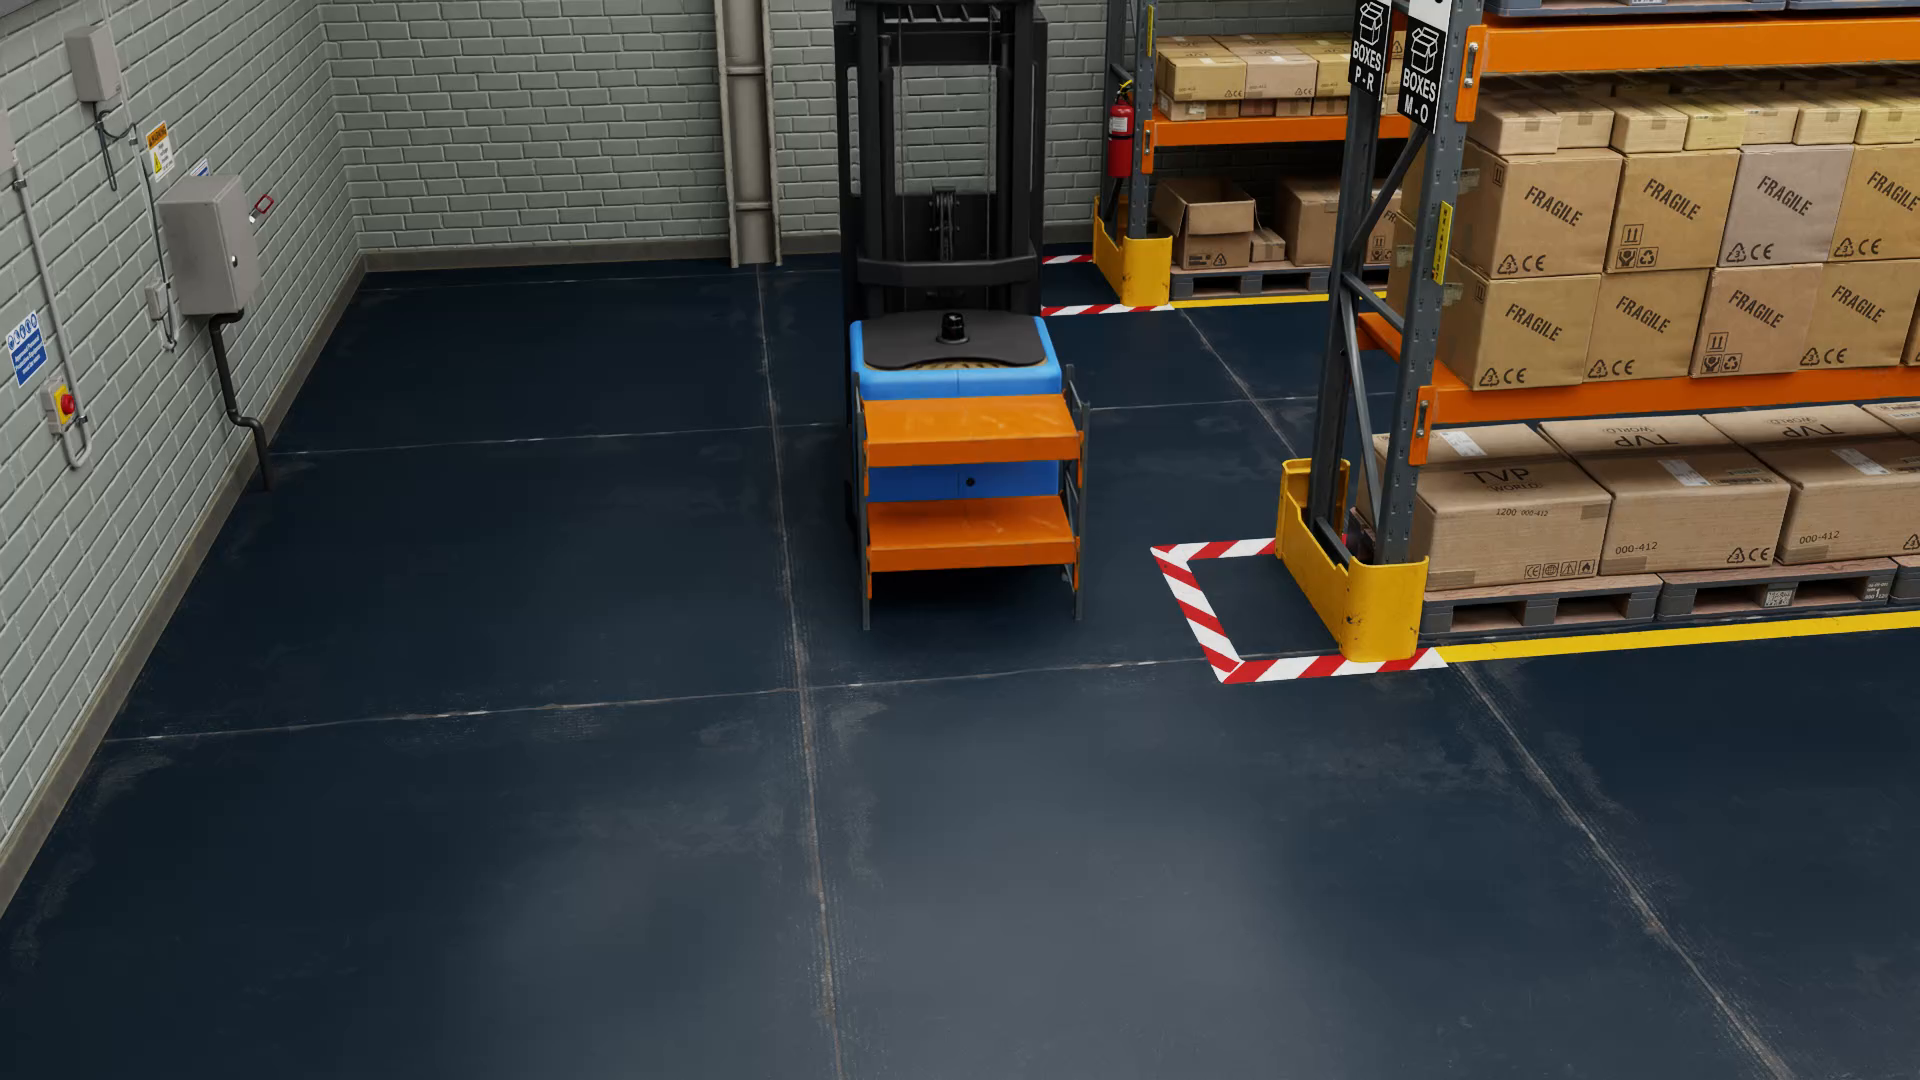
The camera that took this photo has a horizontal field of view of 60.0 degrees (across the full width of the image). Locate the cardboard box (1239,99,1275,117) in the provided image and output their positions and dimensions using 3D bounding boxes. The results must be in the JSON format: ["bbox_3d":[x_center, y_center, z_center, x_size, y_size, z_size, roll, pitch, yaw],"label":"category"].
[{"bbox_3d":[2.066,-3.140,11.859,0.250,0.149,0.380,-4,27,-8],"label":"cardboard box"}]

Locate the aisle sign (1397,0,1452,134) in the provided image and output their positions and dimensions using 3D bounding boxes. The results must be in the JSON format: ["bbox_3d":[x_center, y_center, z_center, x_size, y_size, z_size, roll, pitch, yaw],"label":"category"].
[{"bbox_3d":[1.865,-2.063,6.637,0.004,0.787,0.394,-4,27,-7],"label":"aisle sign"}]

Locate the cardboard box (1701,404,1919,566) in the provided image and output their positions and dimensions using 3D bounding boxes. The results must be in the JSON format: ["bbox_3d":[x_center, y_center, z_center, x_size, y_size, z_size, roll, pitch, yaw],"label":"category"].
[{"bbox_3d":[4.334,-0.295,8.385,0.875,0.438,0.875,-4,27,-9],"label":"cardboard box"}]

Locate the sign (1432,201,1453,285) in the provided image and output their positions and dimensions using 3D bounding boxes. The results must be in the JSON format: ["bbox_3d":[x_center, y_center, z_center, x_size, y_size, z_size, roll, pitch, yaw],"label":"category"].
[{"bbox_3d":[1.968,-1.211,6.789,0.005,0.325,0.100,-4,27,-7],"label":"sign"}]

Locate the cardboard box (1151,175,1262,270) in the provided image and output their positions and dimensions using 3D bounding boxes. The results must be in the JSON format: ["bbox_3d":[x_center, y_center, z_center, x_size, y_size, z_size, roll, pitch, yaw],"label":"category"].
[{"bbox_3d":[1.820,-2.358,12.334,0.637,0.503,0.797,-5,28,-9],"label":"cardboard box"}]

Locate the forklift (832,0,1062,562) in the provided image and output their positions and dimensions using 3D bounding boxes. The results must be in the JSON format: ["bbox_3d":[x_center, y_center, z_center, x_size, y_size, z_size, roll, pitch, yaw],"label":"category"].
[{"bbox_3d":[-0.117,-1.829,9.104,1.130,2.935,3.031,-2,27,-4],"label":"forklift"}]

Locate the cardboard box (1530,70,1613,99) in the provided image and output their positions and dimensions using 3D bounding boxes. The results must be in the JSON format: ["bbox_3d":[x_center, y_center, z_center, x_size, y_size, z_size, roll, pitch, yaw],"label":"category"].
[{"bbox_3d":[2.716,-2.015,7.475,0.250,0.149,0.380,-4,27,-8],"label":"cardboard box"}]

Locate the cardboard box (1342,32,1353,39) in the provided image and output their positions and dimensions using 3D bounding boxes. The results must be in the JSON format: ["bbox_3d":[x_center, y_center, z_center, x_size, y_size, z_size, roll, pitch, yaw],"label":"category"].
[{"bbox_3d":[3.139,-3.595,12.309,0.500,0.250,0.500,-4,27,-7],"label":"cardboard box"}]

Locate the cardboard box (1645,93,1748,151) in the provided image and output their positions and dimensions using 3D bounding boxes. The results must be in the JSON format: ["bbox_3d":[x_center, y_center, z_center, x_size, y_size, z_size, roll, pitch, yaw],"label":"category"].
[{"bbox_3d":[3.067,-1.756,6.971,0.250,0.149,0.380,-5,28,-9],"label":"cardboard box"}]

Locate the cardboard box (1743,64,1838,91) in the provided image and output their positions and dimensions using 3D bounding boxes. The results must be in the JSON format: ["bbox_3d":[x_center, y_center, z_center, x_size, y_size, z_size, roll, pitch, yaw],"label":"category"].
[{"bbox_3d":[3.742,-2.047,7.539,0.250,0.149,0.380,-3,27,-5],"label":"cardboard box"}]

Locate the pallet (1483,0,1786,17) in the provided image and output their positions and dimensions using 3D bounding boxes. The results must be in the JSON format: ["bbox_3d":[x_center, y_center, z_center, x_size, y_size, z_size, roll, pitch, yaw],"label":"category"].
[{"bbox_3d":[2.629,-2.389,6.931,1.213,0.211,1.003,-4,27,-7],"label":"pallet"}]

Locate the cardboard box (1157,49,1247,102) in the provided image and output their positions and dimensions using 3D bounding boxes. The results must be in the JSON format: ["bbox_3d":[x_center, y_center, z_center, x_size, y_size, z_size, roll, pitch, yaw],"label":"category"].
[{"bbox_3d":[1.688,-3.258,11.653,0.500,0.250,0.500,-4,27,-7],"label":"cardboard box"}]

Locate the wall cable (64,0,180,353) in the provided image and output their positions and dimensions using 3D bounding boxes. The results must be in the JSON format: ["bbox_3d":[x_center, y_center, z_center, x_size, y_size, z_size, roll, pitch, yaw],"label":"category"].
[{"bbox_3d":[-3.893,-1.765,7.791,0.122,1.984,0.588,-4,27,-7],"label":"wall cable"}]

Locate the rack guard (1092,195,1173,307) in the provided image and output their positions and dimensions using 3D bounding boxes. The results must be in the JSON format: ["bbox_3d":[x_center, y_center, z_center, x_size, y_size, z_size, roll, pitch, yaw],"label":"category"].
[{"bbox_3d":[1.276,-2.178,12.448,0.348,0.500,1.175,-4,27,-7],"label":"rack guard"}]

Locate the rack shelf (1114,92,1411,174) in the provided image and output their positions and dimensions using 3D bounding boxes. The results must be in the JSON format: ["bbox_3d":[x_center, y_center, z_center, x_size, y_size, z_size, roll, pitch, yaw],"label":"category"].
[{"bbox_3d":[3.182,-3.093,12.280,4.000,0.370,1.077,-4,27,-7],"label":"rack shelf"}]

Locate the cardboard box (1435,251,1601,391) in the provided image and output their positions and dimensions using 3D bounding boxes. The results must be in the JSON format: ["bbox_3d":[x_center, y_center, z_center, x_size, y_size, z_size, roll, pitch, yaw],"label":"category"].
[{"bbox_3d":[2.412,-0.987,7.279,0.500,0.500,0.500,-4,27,-8],"label":"cardboard box"}]

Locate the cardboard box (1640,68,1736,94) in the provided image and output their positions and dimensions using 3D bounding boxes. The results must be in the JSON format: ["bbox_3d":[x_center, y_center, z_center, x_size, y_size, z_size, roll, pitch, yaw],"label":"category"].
[{"bbox_3d":[3.240,-1.997,7.440,0.250,0.149,0.380,-4,27,-8],"label":"cardboard box"}]

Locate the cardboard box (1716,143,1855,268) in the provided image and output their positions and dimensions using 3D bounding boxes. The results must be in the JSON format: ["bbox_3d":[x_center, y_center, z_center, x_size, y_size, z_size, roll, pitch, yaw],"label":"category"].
[{"bbox_3d":[3.431,-1.505,7.193,0.500,0.500,0.500,-4,27,-8],"label":"cardboard box"}]

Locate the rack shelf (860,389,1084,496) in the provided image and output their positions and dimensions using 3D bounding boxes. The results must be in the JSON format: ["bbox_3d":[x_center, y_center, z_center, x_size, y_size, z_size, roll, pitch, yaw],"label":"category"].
[{"bbox_3d":[0.039,-0.462,7.776,1.000,0.278,0.538,-2,27,-5],"label":"rack shelf"}]

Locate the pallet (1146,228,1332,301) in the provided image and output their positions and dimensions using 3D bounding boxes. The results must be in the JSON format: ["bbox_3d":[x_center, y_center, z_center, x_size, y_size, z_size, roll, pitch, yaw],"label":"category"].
[{"bbox_3d":[2.066,-2.101,12.613,1.213,0.211,1.003,-4,27,-7],"label":"pallet"}]

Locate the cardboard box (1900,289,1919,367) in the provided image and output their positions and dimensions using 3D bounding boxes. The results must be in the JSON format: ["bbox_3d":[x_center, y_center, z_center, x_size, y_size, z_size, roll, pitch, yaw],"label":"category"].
[{"bbox_3d":[4.429,-1.122,7.541,0.500,0.500,0.500,-4,27,-8],"label":"cardboard box"}]

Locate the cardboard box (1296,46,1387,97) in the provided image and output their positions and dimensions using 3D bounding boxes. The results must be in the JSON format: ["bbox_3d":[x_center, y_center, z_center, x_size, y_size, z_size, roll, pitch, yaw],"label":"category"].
[{"bbox_3d":[2.689,-3.324,11.781,0.500,0.250,0.500,-4,27,-8],"label":"cardboard box"}]

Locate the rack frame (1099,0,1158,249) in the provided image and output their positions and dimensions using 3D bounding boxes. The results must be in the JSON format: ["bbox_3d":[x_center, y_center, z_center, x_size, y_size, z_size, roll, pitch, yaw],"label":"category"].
[{"bbox_3d":[1.201,-3.286,11.868,0.127,3.000,1.000,-4,27,-7],"label":"rack frame"}]

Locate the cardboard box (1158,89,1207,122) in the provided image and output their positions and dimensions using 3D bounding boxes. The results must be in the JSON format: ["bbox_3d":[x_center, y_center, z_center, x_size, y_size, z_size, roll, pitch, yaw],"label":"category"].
[{"bbox_3d":[1.565,-3.071,11.724,0.250,0.149,0.380,-4,27,-8],"label":"cardboard box"}]

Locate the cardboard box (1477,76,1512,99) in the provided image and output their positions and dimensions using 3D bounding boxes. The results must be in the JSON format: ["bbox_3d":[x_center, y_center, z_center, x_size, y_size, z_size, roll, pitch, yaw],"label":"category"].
[{"bbox_3d":[2.224,-1.933,7.317,0.250,0.149,0.380,-3,27,-6],"label":"cardboard box"}]

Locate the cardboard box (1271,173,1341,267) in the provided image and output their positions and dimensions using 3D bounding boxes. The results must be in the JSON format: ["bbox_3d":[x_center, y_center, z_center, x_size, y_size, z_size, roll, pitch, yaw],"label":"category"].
[{"bbox_3d":[2.672,-2.393,12.406,0.500,0.500,0.700,-3,27,-5],"label":"cardboard box"}]

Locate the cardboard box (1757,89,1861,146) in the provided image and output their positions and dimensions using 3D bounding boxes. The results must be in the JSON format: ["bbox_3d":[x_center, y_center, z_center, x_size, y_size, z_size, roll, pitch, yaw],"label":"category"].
[{"bbox_3d":[3.573,-1.793,7.044,0.250,0.149,0.380,-3,27,-7],"label":"cardboard box"}]

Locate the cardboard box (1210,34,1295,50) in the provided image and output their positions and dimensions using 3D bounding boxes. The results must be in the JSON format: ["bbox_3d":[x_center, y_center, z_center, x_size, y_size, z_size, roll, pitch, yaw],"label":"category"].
[{"bbox_3d":[2.130,-3.533,12.188,0.500,0.250,0.500,-4,27,-7],"label":"cardboard box"}]

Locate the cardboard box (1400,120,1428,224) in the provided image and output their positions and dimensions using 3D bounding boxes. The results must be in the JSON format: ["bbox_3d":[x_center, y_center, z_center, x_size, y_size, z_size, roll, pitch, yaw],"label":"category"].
[{"bbox_3d":[2.341,-1.670,7.513,0.500,0.500,0.500,-3,27,-5],"label":"cardboard box"}]

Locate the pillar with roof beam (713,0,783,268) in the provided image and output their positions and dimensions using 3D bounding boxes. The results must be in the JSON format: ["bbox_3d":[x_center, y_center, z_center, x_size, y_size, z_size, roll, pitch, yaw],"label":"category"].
[{"bbox_3d":[-0.995,-4.245,7.165,0.400,9.000,9.100,-4,27,-7],"label":"pillar with roof beam"}]

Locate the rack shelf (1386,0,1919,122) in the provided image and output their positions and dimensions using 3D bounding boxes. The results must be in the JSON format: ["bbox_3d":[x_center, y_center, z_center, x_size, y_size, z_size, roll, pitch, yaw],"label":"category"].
[{"bbox_3d":[3.877,-2.184,7.222,4.000,0.370,1.077,-4,27,-7],"label":"rack shelf"}]

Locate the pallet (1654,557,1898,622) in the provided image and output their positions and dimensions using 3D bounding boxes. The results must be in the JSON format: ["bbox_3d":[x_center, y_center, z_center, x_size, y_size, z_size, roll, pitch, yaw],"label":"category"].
[{"bbox_3d":[3.883,0.036,8.448,1.213,0.211,1.003,-4,27,-7],"label":"pallet"}]

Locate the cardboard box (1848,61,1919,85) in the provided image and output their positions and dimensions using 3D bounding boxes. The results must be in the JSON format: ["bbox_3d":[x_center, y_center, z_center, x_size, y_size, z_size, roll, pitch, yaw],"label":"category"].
[{"bbox_3d":[4.251,-2.068,7.579,0.250,0.149,0.380,-4,27,-7],"label":"cardboard box"}]

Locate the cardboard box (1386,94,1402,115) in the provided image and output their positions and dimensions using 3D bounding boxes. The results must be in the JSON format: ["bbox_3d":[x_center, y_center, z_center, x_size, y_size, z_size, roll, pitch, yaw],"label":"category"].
[{"bbox_3d":[3.105,-3.156,11.890,0.250,0.149,0.380,-3,27,-6],"label":"cardboard box"}]

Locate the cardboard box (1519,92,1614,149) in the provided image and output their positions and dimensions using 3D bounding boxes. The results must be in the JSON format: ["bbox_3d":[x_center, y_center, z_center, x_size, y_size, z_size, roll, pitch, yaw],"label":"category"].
[{"bbox_3d":[2.536,-1.766,6.991,0.250,0.149,0.380,-3,27,-6],"label":"cardboard box"}]

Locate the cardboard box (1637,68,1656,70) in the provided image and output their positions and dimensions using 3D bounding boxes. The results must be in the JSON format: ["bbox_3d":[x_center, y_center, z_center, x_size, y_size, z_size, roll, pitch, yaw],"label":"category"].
[{"bbox_3d":[4.692,-3.463,12.052,0.500,0.250,0.500,-3,27,-6],"label":"cardboard box"}]

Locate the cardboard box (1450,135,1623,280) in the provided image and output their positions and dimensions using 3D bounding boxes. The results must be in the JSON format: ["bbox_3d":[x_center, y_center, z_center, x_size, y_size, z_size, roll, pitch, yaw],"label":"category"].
[{"bbox_3d":[2.411,-1.433,7.052,0.500,0.500,0.500,-4,27,-8],"label":"cardboard box"}]

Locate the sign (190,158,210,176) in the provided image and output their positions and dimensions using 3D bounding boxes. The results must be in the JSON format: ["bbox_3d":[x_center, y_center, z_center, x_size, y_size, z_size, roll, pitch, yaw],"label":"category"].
[{"bbox_3d":[-4.106,-1.799,9.075,0.001,0.494,0.329,-4,27,-7],"label":"sign"}]

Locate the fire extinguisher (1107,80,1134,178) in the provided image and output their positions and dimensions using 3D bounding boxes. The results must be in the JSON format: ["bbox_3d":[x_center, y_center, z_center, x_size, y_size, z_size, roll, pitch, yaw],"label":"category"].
[{"bbox_3d":[1.120,-2.867,11.545,0.183,0.674,0.296,-4,27,-7],"label":"fire extinguisher"}]

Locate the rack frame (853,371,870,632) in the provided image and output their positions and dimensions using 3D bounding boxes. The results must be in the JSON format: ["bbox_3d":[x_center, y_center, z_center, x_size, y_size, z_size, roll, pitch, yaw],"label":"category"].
[{"bbox_3d":[-0.467,-0.179,7.867,0.032,1.125,0.500,-2,27,-5],"label":"rack frame"}]

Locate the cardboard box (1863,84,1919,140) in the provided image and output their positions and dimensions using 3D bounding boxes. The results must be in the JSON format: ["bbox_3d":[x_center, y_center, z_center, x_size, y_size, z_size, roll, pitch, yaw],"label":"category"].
[{"bbox_3d":[4.081,-1.836,7.126,0.250,0.149,0.380,-4,27,-7],"label":"cardboard box"}]

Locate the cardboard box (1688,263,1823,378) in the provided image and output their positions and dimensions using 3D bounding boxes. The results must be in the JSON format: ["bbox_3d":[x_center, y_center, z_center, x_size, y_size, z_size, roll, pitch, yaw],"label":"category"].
[{"bbox_3d":[3.415,-1.056,7.413,0.500,0.500,0.500,-4,27,-7],"label":"cardboard box"}]

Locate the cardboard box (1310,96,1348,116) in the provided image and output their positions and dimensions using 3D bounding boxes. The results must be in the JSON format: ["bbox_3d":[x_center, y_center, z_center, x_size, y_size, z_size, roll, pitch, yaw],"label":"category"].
[{"bbox_3d":[2.587,-3.148,11.875,0.250,0.149,0.380,-3,27,-6],"label":"cardboard box"}]

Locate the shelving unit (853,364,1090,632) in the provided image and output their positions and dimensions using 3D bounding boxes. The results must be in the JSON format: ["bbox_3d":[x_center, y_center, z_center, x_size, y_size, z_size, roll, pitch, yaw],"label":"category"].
[{"bbox_3d":[0.039,-0.201,7.910,1.048,1.125,0.538,-2,27,-5],"label":"shelving unit"}]

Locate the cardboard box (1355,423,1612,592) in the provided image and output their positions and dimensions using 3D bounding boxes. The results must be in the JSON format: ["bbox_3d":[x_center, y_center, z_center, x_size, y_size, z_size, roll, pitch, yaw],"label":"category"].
[{"bbox_3d":[2.536,-0.176,8.154,0.875,0.438,0.875,-5,28,-9],"label":"cardboard box"}]
